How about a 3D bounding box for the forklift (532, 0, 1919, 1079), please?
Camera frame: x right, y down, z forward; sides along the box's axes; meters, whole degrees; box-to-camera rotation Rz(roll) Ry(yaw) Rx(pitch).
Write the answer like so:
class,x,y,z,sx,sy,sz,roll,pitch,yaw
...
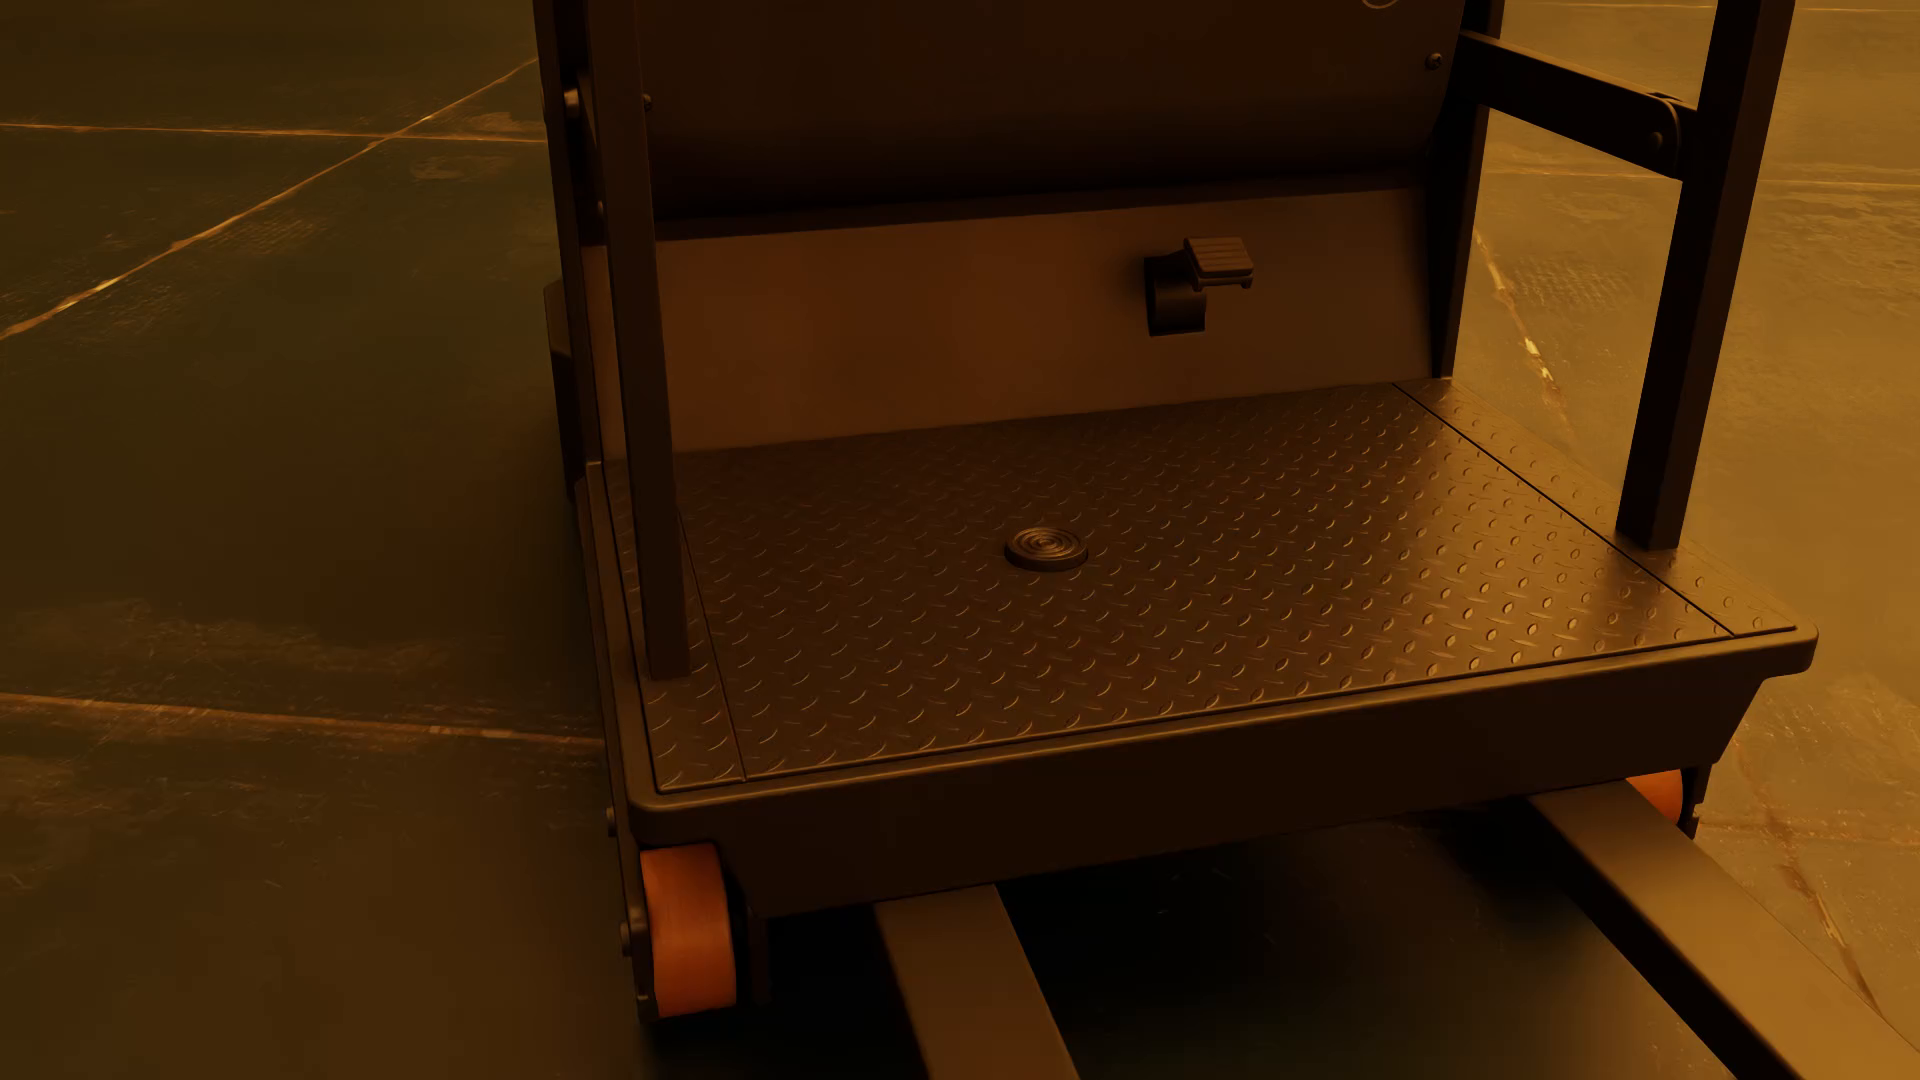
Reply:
class,x,y,z,sx,sy,sz,roll,pitch,yaw
forklift,0.153,-1.049,1.319,1.130,2.935,3.031,-7,27,-13
